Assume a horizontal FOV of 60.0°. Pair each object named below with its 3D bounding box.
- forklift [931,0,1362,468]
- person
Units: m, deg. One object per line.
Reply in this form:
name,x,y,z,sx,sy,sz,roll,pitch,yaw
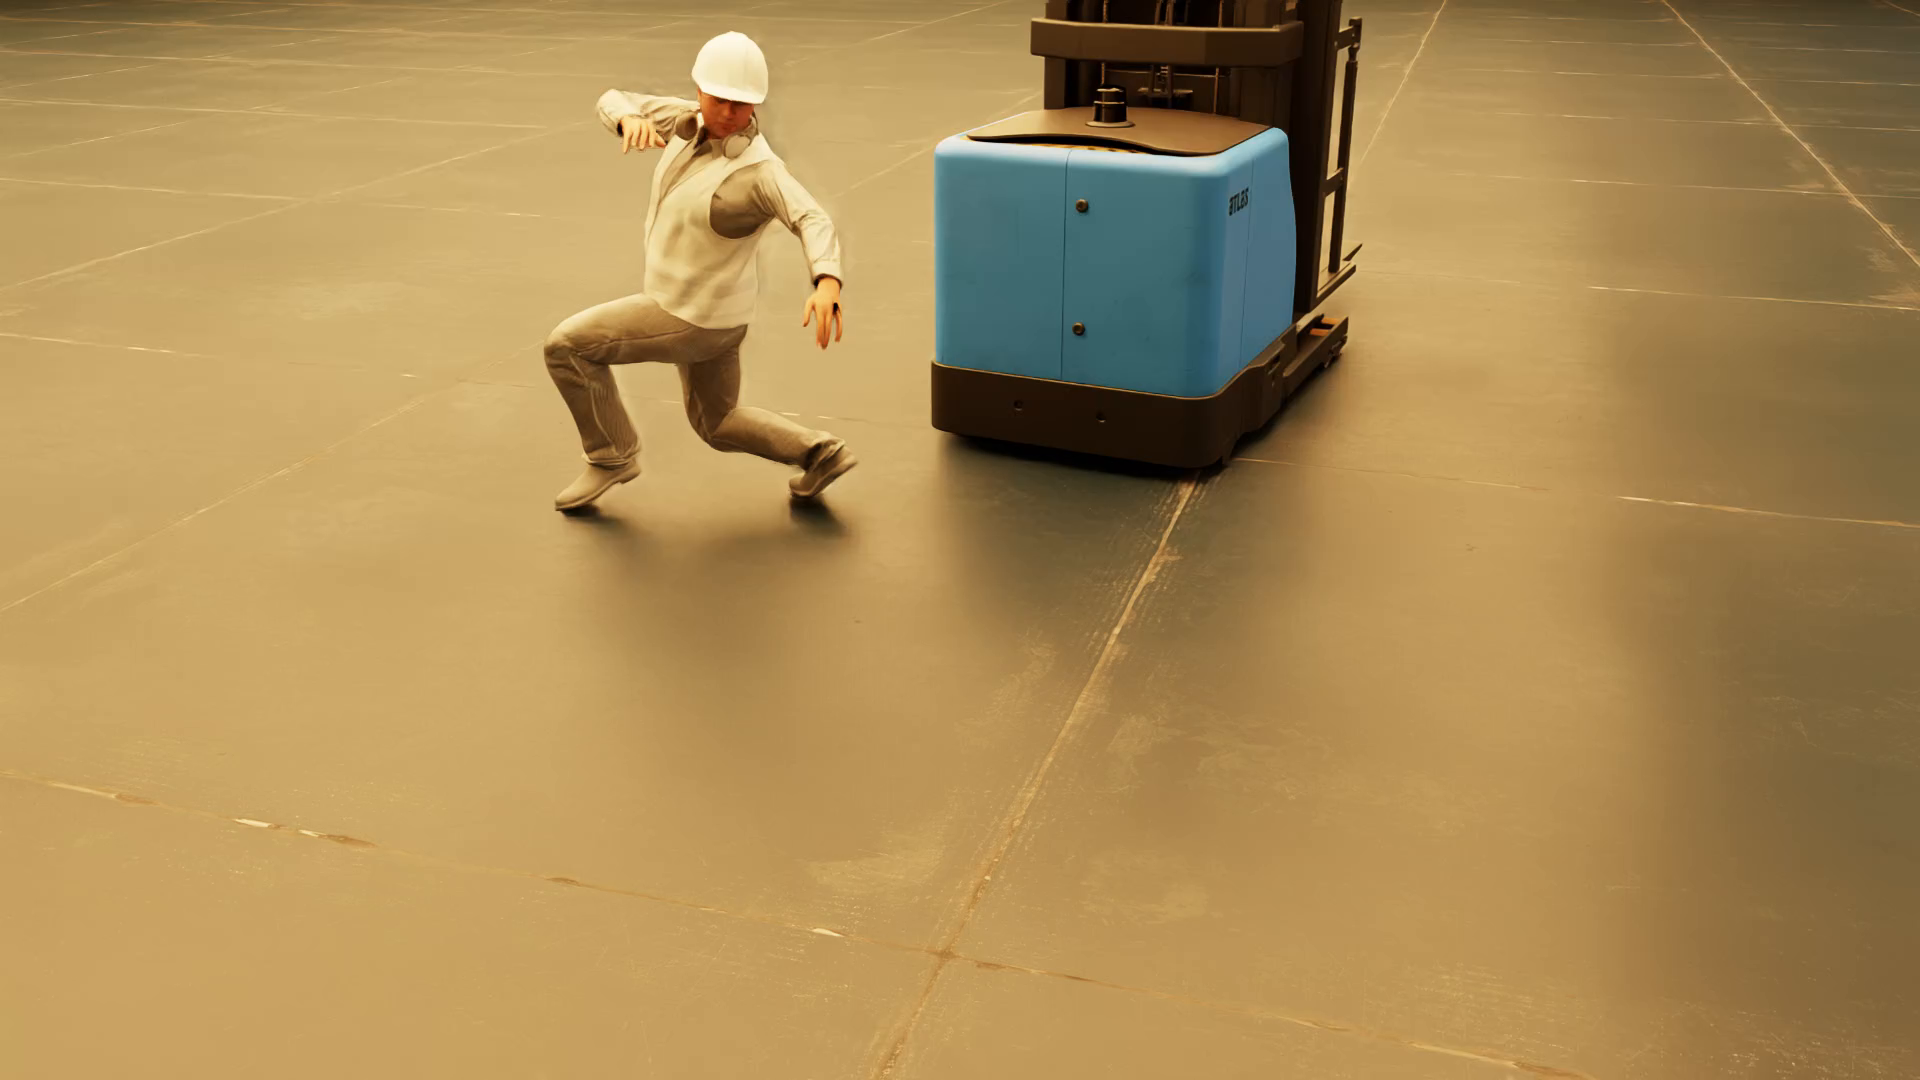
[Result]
forklift,0.984,-2.121,6.416,1.130,2.935,3.031,10,25,23
person,-0.794,-0.732,4.956,0.976,1.482,0.888,-3,23,-7
